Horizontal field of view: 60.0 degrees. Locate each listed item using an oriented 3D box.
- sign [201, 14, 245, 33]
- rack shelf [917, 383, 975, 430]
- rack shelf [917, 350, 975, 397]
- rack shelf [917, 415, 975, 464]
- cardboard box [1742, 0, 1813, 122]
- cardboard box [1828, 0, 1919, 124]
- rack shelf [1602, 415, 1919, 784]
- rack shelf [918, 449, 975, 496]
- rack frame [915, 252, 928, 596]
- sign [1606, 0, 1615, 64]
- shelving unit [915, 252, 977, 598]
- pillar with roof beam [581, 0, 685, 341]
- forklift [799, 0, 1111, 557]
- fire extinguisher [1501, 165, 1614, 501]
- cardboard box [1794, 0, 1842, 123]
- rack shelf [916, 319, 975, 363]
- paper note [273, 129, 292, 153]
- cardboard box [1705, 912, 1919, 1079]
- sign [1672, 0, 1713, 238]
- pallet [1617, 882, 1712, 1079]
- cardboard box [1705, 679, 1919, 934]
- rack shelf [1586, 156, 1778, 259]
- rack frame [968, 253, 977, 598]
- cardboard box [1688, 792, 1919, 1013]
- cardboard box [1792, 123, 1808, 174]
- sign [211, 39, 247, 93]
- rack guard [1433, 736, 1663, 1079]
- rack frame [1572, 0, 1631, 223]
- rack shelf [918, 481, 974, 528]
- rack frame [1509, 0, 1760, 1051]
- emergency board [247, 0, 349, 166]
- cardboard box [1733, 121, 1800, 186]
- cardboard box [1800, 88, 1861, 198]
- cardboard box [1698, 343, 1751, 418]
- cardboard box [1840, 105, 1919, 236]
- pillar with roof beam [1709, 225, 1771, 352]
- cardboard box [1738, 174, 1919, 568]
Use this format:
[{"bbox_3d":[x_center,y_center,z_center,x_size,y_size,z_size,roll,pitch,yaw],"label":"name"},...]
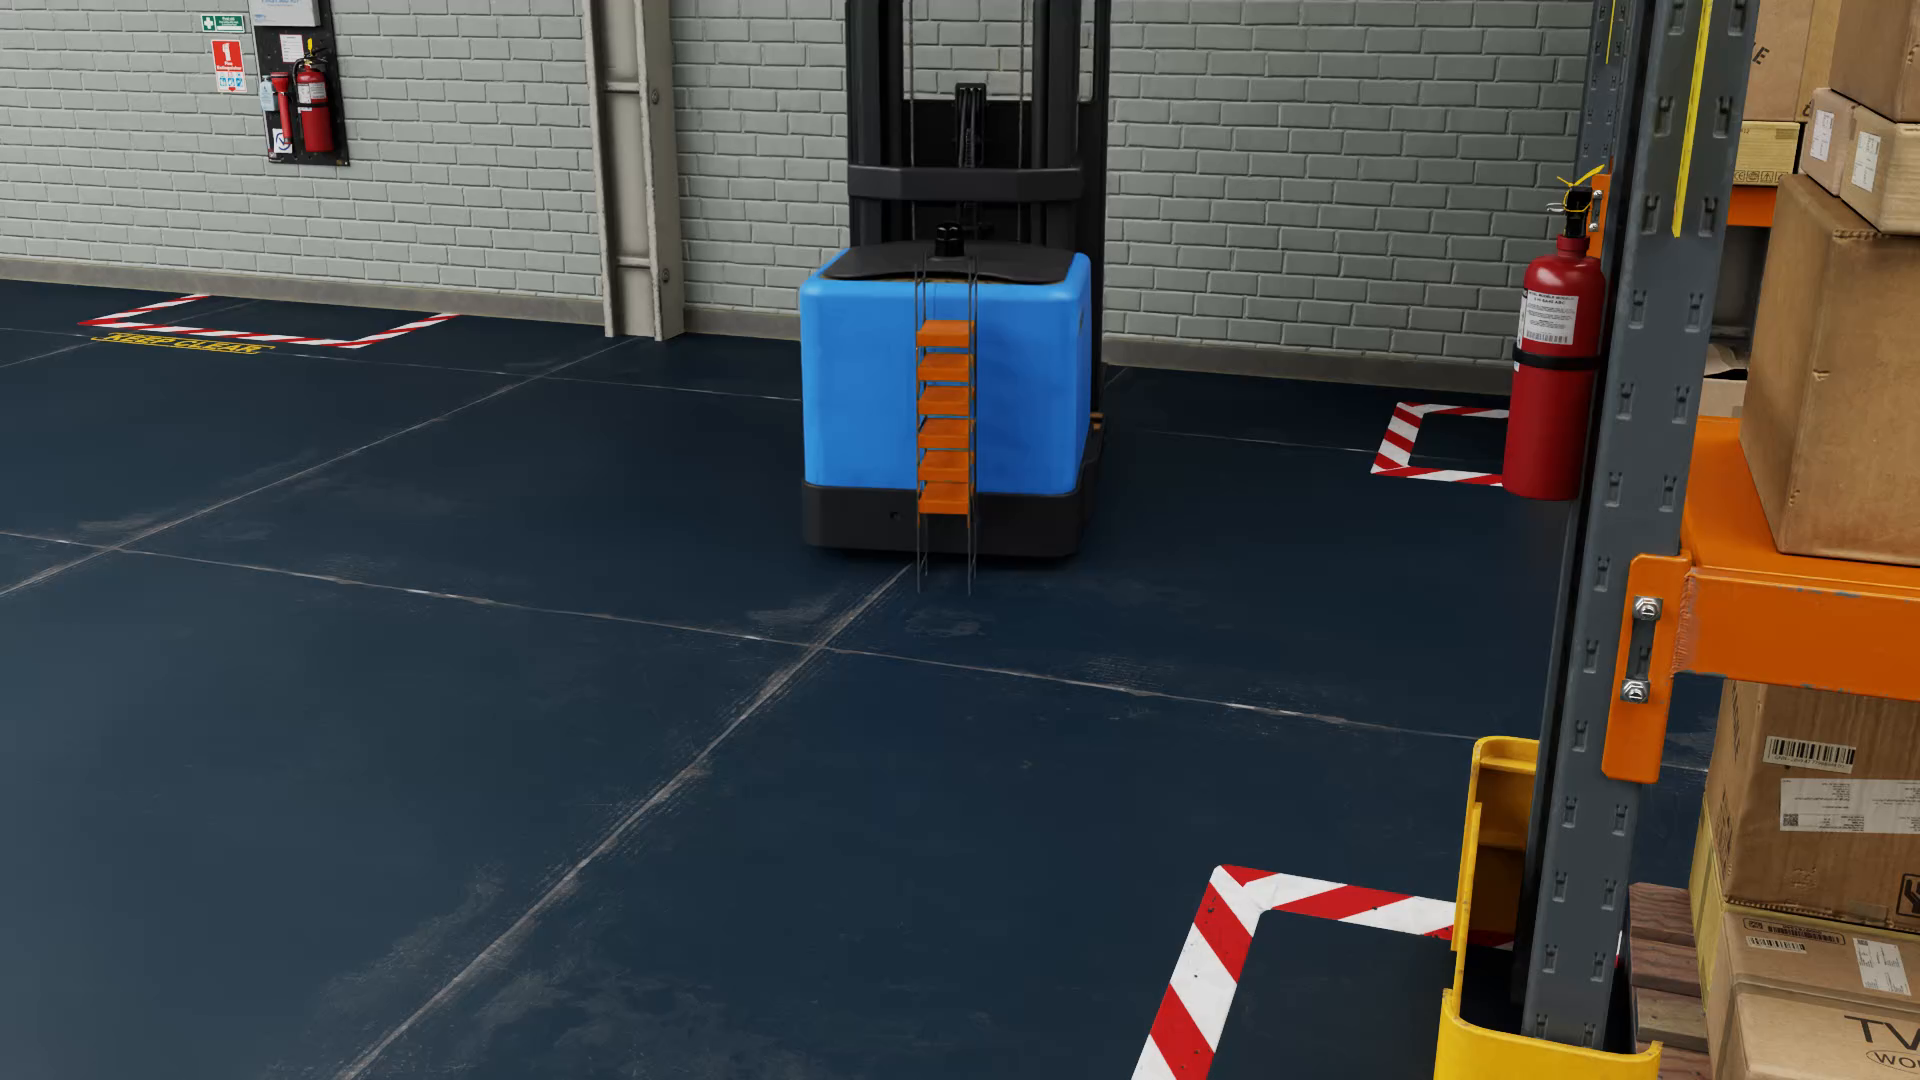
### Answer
[{"bbox_3d":[-4.736,-3.318,10.680,0.331,0.109,0.001,7,20,18],"label":"sign"},{"bbox_3d":[-0.046,-0.473,5.880,0.180,0.103,0.258,2,19,6],"label":"rack shelf"},{"bbox_3d":[-0.046,-0.586,5.840,0.180,0.103,0.258,2,19,6],"label":"rack shelf"},{"bbox_3d":[-0.046,-0.359,5.919,0.180,0.103,0.258,2,19,6],"label":"rack shelf"},{"bbox_3d":[3.147,-1.990,6.787,0.500,0.500,0.500,7,20,18],"label":"cardboard box"},{"bbox_3d":[1.660,-0.902,2.483,0.500,0.500,0.700,7,20,18],"label":"cardboard box"},{"bbox_3d":[3.062,0.254,2.384,4.000,0.370,1.077,7,20,18],"label":"rack shelf"},{"bbox_3d":[-0.046,-0.246,5.959,0.180,0.103,0.258,2,19,6],"label":"rack shelf"},{"bbox_3d":[-0.137,-0.405,5.914,0.006,1.200,0.240,2,19,6],"label":"rack frame"},{"bbox_3d":[2.617,-2.083,6.679,0.005,0.325,0.100,7,20,18],"label":"sign"},{"bbox_3d":[-0.046,-0.401,5.905,0.189,1.200,0.258,2,19,6],"label":"shelving unit"},{"bbox_3d":[-3.340,-4.178,4.892,0.400,9.000,9.100,7,20,18],"label":"pillar with roof beam"},{"bbox_3d":[0.105,-1.763,7.181,1.130,2.935,3.031,2,19,7],"label":"forklift"},{"bbox_3d":[1.214,-0.423,3.349,0.183,0.674,0.296,7,20,18],"label":"fire extinguisher"},{"bbox_3d":[3.611,-1.934,6.625,0.500,0.500,0.500,7,20,18],"label":"cardboard box"},{"bbox_3d":[-0.046,-0.699,5.801,0.180,0.103,0.258,2,19,6],"label":"rack shelf"},{"bbox_3d":[-4.394,-2.587,10.780,0.142,0.148,0.016,7,20,18],"label":"paper note"},{"bbox_3d":[1.607,0.925,2.904,0.500,0.250,0.500,7,20,18],"label":"cardboard box"},{"bbox_3d":[0.985,-0.576,2.237,0.005,0.325,0.100,7,20,18],"label":"sign"},{"bbox_3d":[1.909,1.084,3.145,1.213,0.211,1.003,7,20,18],"label":"pallet"},{"bbox_3d":[1.777,0.409,3.245,0.500,0.500,0.500,7,20,18],"label":"cardboard box"},{"bbox_3d":[4.684,-1.287,6.804,4.000,0.370,1.077,7,20,18],"label":"rack shelf"},{"bbox_3d":[0.045,-0.398,5.896,0.006,1.200,0.240,2,19,6],"label":"rack frame"},{"bbox_3d":[1.776,0.764,3.366,0.500,0.250,0.500,7,20,18],"label":"cardboard box"},{"bbox_3d":[3.647,-1.578,6.744,0.500,0.250,0.500,6,20,16],"label":"cardboard box"},{"bbox_3d":[-4.738,-3.071,10.776,0.234,0.329,0.001,7,20,18],"label":"sign"},{"bbox_3d":[1.150,0.876,3.304,0.348,0.500,1.175,7,20,18],"label":"rack guard"},{"bbox_3d":[2.795,-1.843,7.305,0.127,3.000,1.000,7,20,18],"label":"rack frame"},{"bbox_3d":[-0.046,-0.133,5.998,0.180,0.103,0.258,2,19,6],"label":"rack shelf"},{"bbox_3d":[1.173,-0.302,2.885,0.127,3.000,1.000,7,20,18],"label":"rack frame"},{"bbox_3d":[-4.249,-2.963,10.519,0.643,1.169,0.194,7,20,18],"label":"emergency board"},{"bbox_3d":[3.152,-1.630,6.892,0.500,0.250,0.500,6,20,16],"label":"cardboard box"},{"bbox_3d":[1.596,-0.673,2.814,0.250,0.149,0.380,6,20,17],"label":"cardboard box"},{"bbox_3d":[3.419,-0.678,7.381,0.500,0.311,0.500,4,20,12],"label":"cardboard box"},{"bbox_3d":[1.473,-0.546,2.448,0.250,0.149,0.380,6,20,18],"label":"cardboard box"},{"bbox_3d":[2.327,-3.530,3.032,0.400,9.000,9.100,7,20,18],"label":"pillar with roof beam"},{"bbox_3d":[1.610,-0.295,2.713,0.500,0.500,0.700,7,20,18],"label":"cardboard box"}]
